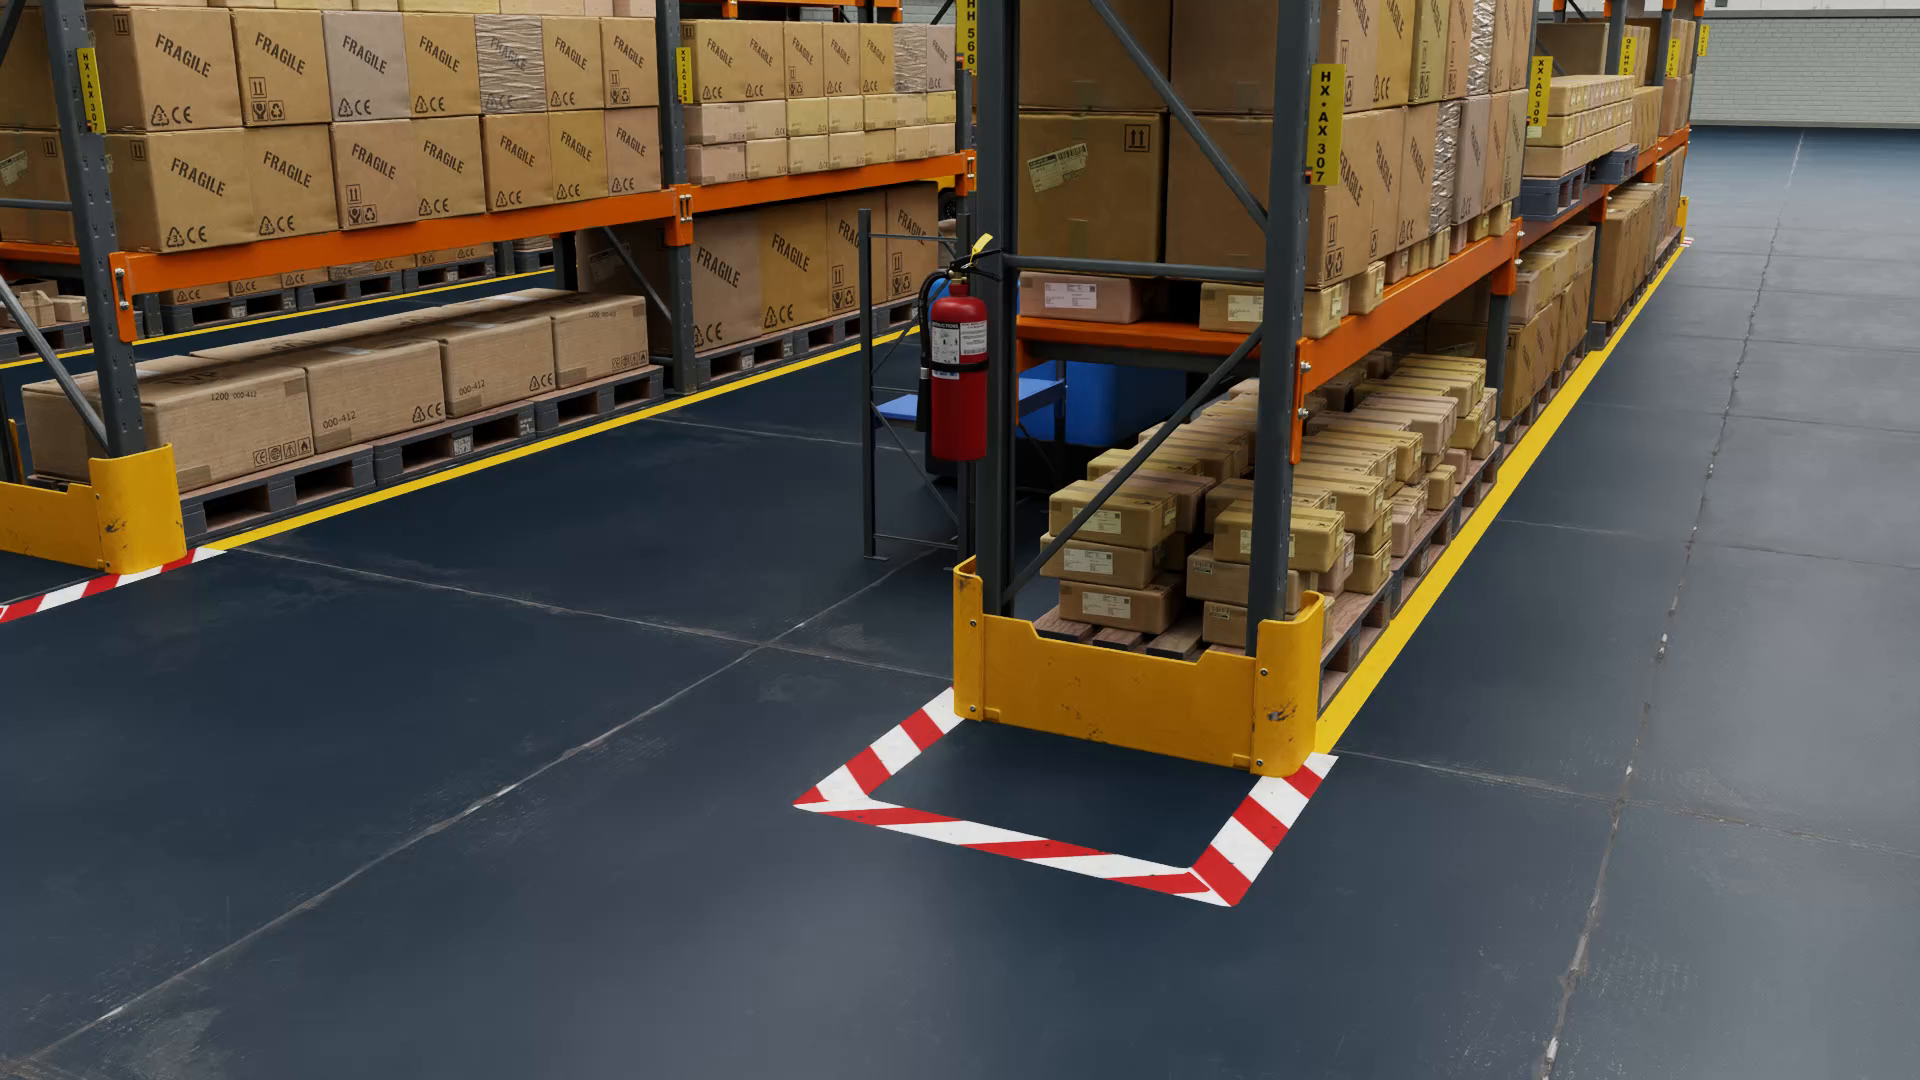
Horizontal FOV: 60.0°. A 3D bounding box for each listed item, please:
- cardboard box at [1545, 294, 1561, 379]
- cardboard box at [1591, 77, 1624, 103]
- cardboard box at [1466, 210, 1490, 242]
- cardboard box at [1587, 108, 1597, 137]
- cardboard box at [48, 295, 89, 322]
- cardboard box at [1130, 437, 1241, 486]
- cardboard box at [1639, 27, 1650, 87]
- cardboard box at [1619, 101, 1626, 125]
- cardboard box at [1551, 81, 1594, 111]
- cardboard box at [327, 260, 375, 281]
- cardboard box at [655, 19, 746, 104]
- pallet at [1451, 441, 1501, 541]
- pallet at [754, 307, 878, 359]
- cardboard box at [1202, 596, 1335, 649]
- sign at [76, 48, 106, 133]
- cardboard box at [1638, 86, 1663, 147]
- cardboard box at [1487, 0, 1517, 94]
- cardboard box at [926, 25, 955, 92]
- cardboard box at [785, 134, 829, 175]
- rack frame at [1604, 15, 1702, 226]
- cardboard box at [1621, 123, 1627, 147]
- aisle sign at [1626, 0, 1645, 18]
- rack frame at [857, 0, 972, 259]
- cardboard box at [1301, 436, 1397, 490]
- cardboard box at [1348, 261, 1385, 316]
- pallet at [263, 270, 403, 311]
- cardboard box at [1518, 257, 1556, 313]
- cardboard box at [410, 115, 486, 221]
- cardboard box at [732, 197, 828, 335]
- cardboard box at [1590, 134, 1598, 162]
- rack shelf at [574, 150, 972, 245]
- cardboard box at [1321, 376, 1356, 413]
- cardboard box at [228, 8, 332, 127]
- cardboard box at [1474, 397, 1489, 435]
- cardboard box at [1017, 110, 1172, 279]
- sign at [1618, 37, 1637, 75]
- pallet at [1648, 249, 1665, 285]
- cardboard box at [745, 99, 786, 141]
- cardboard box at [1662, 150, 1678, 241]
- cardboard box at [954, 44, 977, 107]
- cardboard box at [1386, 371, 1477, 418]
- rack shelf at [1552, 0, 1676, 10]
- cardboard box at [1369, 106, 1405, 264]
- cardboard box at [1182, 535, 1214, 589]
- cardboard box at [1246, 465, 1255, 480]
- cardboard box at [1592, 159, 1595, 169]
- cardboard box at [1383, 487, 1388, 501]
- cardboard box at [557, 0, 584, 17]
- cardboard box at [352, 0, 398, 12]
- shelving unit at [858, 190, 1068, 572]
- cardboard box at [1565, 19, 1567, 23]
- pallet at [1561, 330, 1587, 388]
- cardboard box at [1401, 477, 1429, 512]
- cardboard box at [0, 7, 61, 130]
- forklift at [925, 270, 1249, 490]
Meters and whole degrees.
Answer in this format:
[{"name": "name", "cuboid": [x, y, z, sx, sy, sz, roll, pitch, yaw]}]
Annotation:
[{"name": "cardboard box", "cuboid": [3.334, -1.250, 10.117, 0.500, 0.500, 0.500, 8, 19, 26]}, {"name": "cardboard box", "cuboid": [3.941, -2.825, 10.427, 0.380, 0.149, 0.250, 9, 19, 27]}, {"name": "cardboard box", "cuboid": [2.201, -1.459, 7.611, 0.380, 0.149, 0.250, 9, 19, 28]}, {"name": "cardboard box", "cuboid": [3.361, -2.355, 9.366, 0.380, 0.149, 0.250, 9, 19, 28]}, {"name": "cardboard box", "cuboid": [-6.592, -1.712, 12.291, 0.380, 0.149, 0.250, 7, 18, 24]}, {"name": "cardboard box", "cuboid": [0.871, -0.287, 6.448, 0.380, 0.149, 0.250, 7, 18, 23]}, {"name": "cardboard box", "cuboid": [5.668, -4.260, 14.667, 0.700, 0.500, 0.500, 8, 18, 24]}, {"name": "cardboard box", "cuboid": [4.051, -2.745, 10.680, 0.380, 0.149, 0.250, 9, 19, 27]}, {"name": "cardboard box", "cuboid": [3.247, -2.430, 9.097, 0.380, 0.149, 0.250, 8, 18, 25]}, {"name": "cardboard box", "cuboid": [-5.495, -2.549, 14.492, 0.500, 0.500, 0.500, 7, 18, 23]}, {"name": "cardboard box", "cuboid": [-1.710, -3.029, 10.523, 0.500, 0.500, 0.500, 8, 18, 26]}, {"name": "pallet", "cuboid": [2.041, -0.310, 8.198, 1.003, 0.211, 1.213, 8, 18, 25]}, {"name": "pallet", "cuboid": [-1.342, -1.608, 12.566, 1.003, 0.211, 1.213, 8, 18, 25]}, {"name": "cardboard box", "cuboid": [1.043, 0.269, 5.620, 0.380, 0.149, 0.250, 9, 19, 26]}, {"name": "sign", "cuboid": [-3.457, -1.788, 6.618, 0.100, 0.325, 0.005, 8, 18, 25]}, {"name": "cardboard box", "cuboid": [5.891, -3.741, 14.676, 0.500, 0.500, 0.500, 8, 18, 25]}, {"name": "cardboard box", "cuboid": [2.116, -2.206, 7.228, 0.500, 0.500, 0.500, 7, 18, 24]}, {"name": "cardboard box", "cuboid": [-0.373, -3.807, 13.144, 0.500, 0.500, 0.500, 8, 18, 24]}, {"name": "cardboard box", "cuboid": [-1.258, -2.693, 11.588, 0.500, 0.250, 0.500, 8, 18, 25]}, {"name": "rack frame", "cuboid": [7.672, -4.879, 18.683, 1.000, 3.000, 0.127, 8, 18, 25]}, {"name": "cardboard box", "cuboid": [4.176, -2.675, 10.966, 0.380, 0.149, 0.250, 8, 18, 25]}, {"name": "aisle sign", "cuboid": [7.435, -6.181, 18.502, 0.394, 0.787, 0.004, 8, 18, 25]}, {"name": "rack frame", "cuboid": [-0.376, -3.445, 13.856, 1.000, 3.000, 0.127, 8, 18, 25]}, {"name": "cardboard box", "cuboid": [1.473, -0.290, 6.458, 0.380, 0.149, 0.250, 9, 19, 28]}, {"name": "cardboard box", "cuboid": [1.205, -0.856, 5.578, 0.380, 0.149, 0.250, 8, 18, 24]}, {"name": "pallet", "cuboid": [-5.732, -2.244, 14.709, 1.003, 0.211, 1.213, 8, 18, 25]}, {"name": "cardboard box", "cuboid": [3.112, -1.475, 9.559, 0.500, 0.250, 0.500, 9, 19, 27]}, {"name": "cardboard box", "cuboid": [-2.826, -1.931, 8.580, 0.500, 0.500, 0.500, 9, 19, 27]}, {"name": "cardboard box", "cuboid": [-1.561, -2.008, 12.012, 0.875, 0.875, 0.875, 9, 19, 27]}, {"name": "cardboard box", "cuboid": [3.476, -2.278, 9.631, 0.380, 0.149, 0.250, 8, 18, 24]}, {"name": "rack shelf", "cuboid": [-1.270, -2.591, 12.243, 1.077, 0.370, 4.000, 8, 18, 25]}, {"name": "cardboard box", "cuboid": [1.629, -0.678, 7.764, 0.380, 0.149, 0.250, 8, 18, 24]}, {"name": "cardboard box", "cuboid": [-3.257, -2.153, 7.574, 0.500, 0.500, 0.500, 8, 18, 24]}, {"name": "cardboard box", "cuboid": [2.344, -0.608, 8.052, 0.380, 0.149, 0.250, 7, 18, 23]}, {"name": "cardboard box", "cuboid": [0.493, -1.141, 5.400, 0.500, 0.500, 0.500, 9, 19, 26]}, {"name": "sign", "cuboid": [4.587, -3.292, 11.444, 0.100, 0.325, 0.005, 8, 18, 25]}, {"name": "pallet", "cuboid": [6.294, -2.707, 16.268, 1.003, 0.211, 1.213, 8, 18, 25]}, {"name": "cardboard box", "cuboid": [-1.507, -2.807, 11.091, 0.500, 0.250, 0.500, 8, 19, 26]}, {"name": "cardboard box", "cuboid": [7.037, -3.656, 17.560, 0.875, 0.875, 0.875, 8, 18, 25]}, {"name": "cardboard box", "cuboid": [0.032, -3.922, 14.026, 0.500, 0.500, 0.500, 8, 18, 24]}, {"name": "cardboard box", "cuboid": [2.200, -0.684, 7.784, 0.380, 0.149, 0.250, 8, 18, 25]}, {"name": "rack shelf", "cuboid": [4.991, -4.444, 13.212, 1.077, 0.370, 4.000, 8, 18, 25]}, {"name": "cardboard box", "cuboid": [1.187, -1.213, 5.641, 0.500, 0.500, 0.500, 8, 18, 25]}, {"name": "cardboard box", "cuboid": [0.791, 0.067, 6.302, 0.380, 0.149, 0.250, 8, 18, 25]}, {"name": "cardboard box", "cuboid": [1.085, -0.281, 6.948, 0.380, 0.149, 0.250, 9, 19, 28]}, {"name": "cardboard box", "cuboid": [4.539, -2.969, 12.077, 0.500, 0.500, 0.500, 8, 18, 26]}, {"name": "cardboard box", "cuboid": [1.519, -0.223, 6.755, 0.380, 0.149, 0.250, 9, 19, 28]}, {"name": "cardboard box", "cuboid": [-2.352, -3.030, 9.387, 0.380, 0.149, 0.250, 8, 18, 25]}, {"name": "cardboard box", "cuboid": [-2.952, -2.629, 8.038, 0.380, 0.149, 0.250, 8, 18, 26]}, {"name": "shelving unit", "cuboid": [0.038, -0.741, 7.384, 0.538, 1.500, 1.048, 8, 18, 25]}, {"name": "cardboard box", "cuboid": [6.222, -4.694, 15.900, 0.875, 0.550, 0.550, 8, 18, 25]}, {"name": "pallet", "cuboid": [3.747, -1.306, 11.549, 1.003, 0.211, 1.213, 8, 18, 25]}, {"name": "cardboard box", "cuboid": [1.800, -0.192, 7.173, 0.380, 0.149, 0.250, 8, 19, 26]}, {"name": "cardboard box", "cuboid": [-3.949, -2.088, 7.354, 0.500, 0.500, 0.500, 9, 19, 27]}, {"name": "forklift", "cuboid": [0.949, -1.991, 9.080, 1.130, 2.935, 3.031, 8, 18, 26]}]
